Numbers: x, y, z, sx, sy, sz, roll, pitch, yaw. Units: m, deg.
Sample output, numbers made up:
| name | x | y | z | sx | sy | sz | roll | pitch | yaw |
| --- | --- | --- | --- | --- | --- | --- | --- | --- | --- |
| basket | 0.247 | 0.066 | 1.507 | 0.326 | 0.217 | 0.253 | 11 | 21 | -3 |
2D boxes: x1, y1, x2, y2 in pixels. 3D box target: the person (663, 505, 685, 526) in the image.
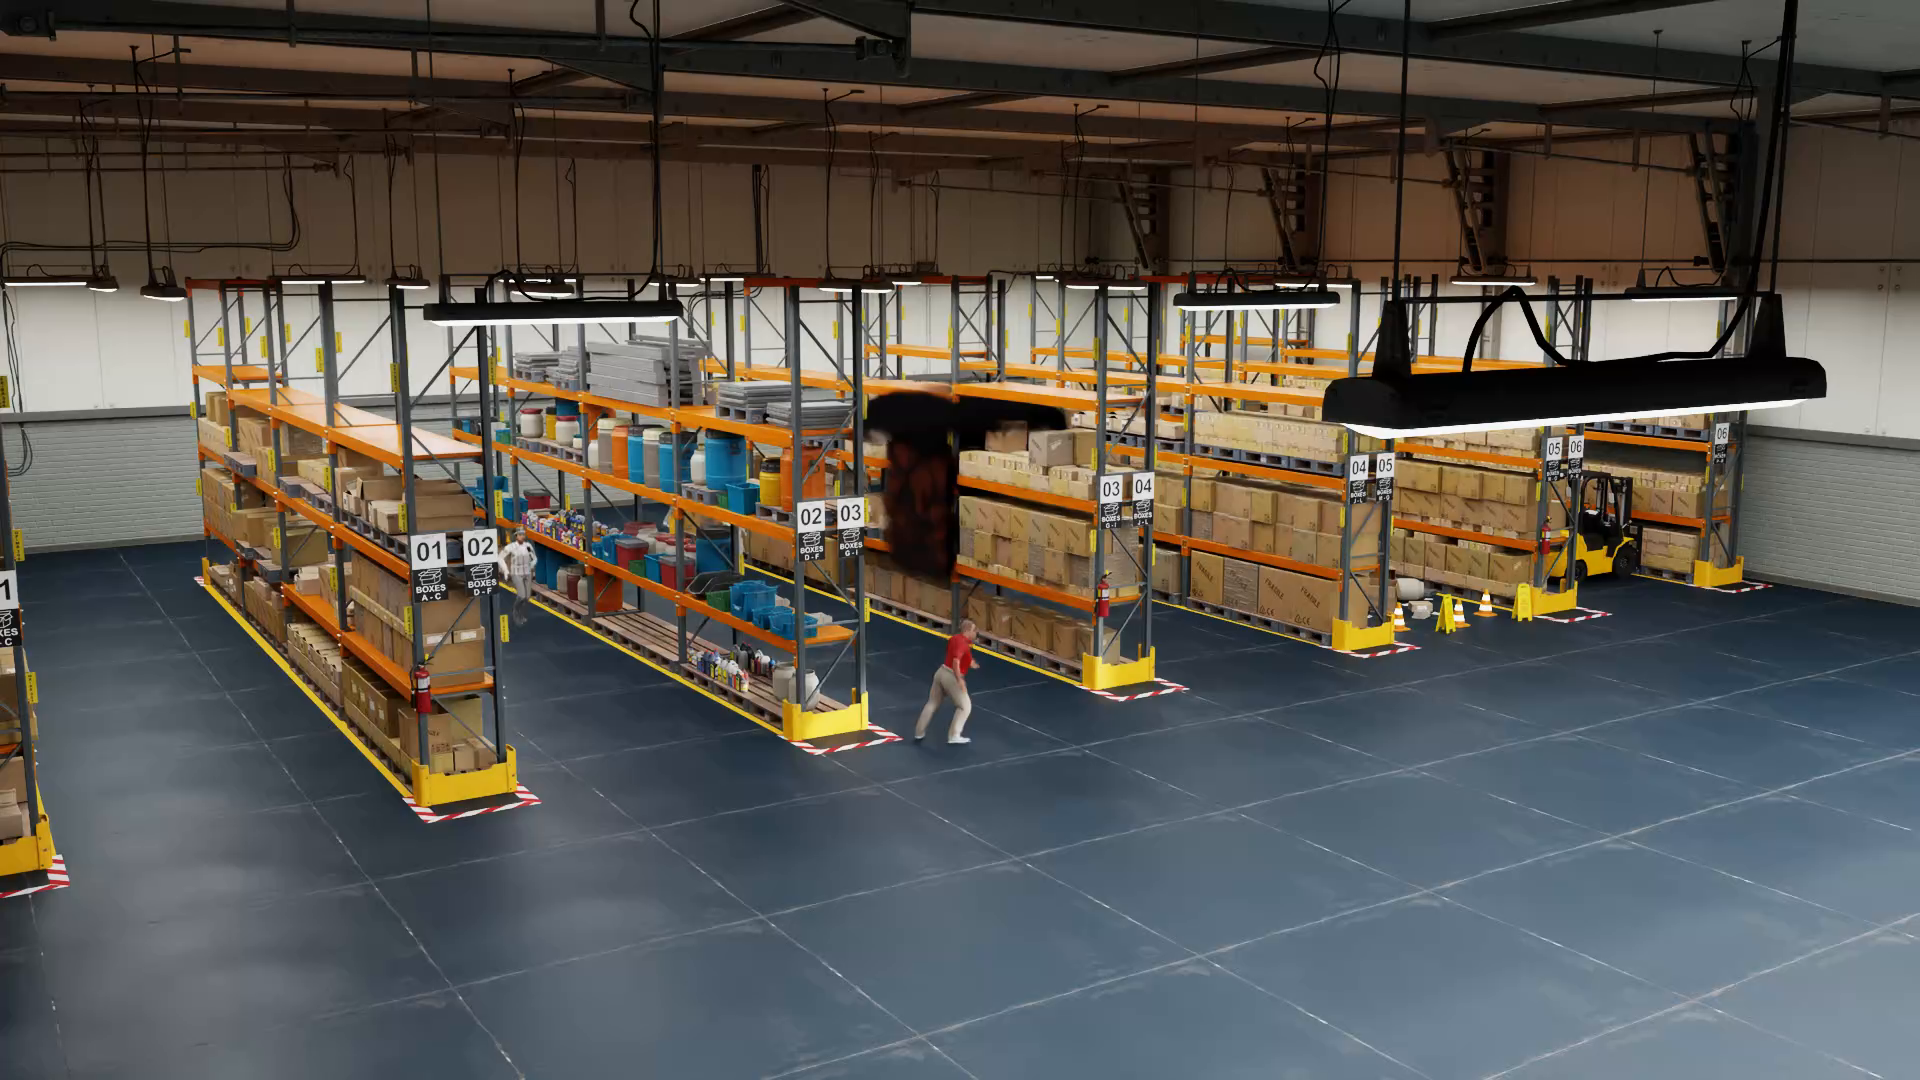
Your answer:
| name | x | y | z | sx | sy | sz | roll | pitch | yaw |
| --- | --- | --- | --- | --- | --- | --- | --- | --- | --- |
| person | -6.773 | -1.105 | 39.602 | 0.663 | 1.693 | 0.574 | 2 | 10 | 12 |

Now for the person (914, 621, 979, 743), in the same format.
| name | x | y | z | sx | sy | sz | roll | pitch | yaw |
| --- | --- | --- | --- | --- | --- | --- | --- | --- | --- |
| person | -0.129 | 1.876 | 22.010 | 0.920 | 1.653 | 0.730 | -6 | 11 | -30 |

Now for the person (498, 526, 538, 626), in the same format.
| name | x | y | z | sx | sy | sz | roll | pitch | yaw |
| --- | --- | --- | --- | --- | --- | --- | --- | --- | --- |
| person | -7.340 | 0.614 | 27.835 | 0.609 | 1.700 | 0.603 | -7 | 12 | -37 |

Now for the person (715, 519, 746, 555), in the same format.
| name | x | y | z | sx | sy | sz | roll | pitch | yaw |
| --- | --- | --- | --- | --- | --- | --- | --- | --- | --- |
| person | -4.603 | -0.068 | 33.281 | 0.656 | 1.734 | 0.676 | -8 | 13 | -41 |
